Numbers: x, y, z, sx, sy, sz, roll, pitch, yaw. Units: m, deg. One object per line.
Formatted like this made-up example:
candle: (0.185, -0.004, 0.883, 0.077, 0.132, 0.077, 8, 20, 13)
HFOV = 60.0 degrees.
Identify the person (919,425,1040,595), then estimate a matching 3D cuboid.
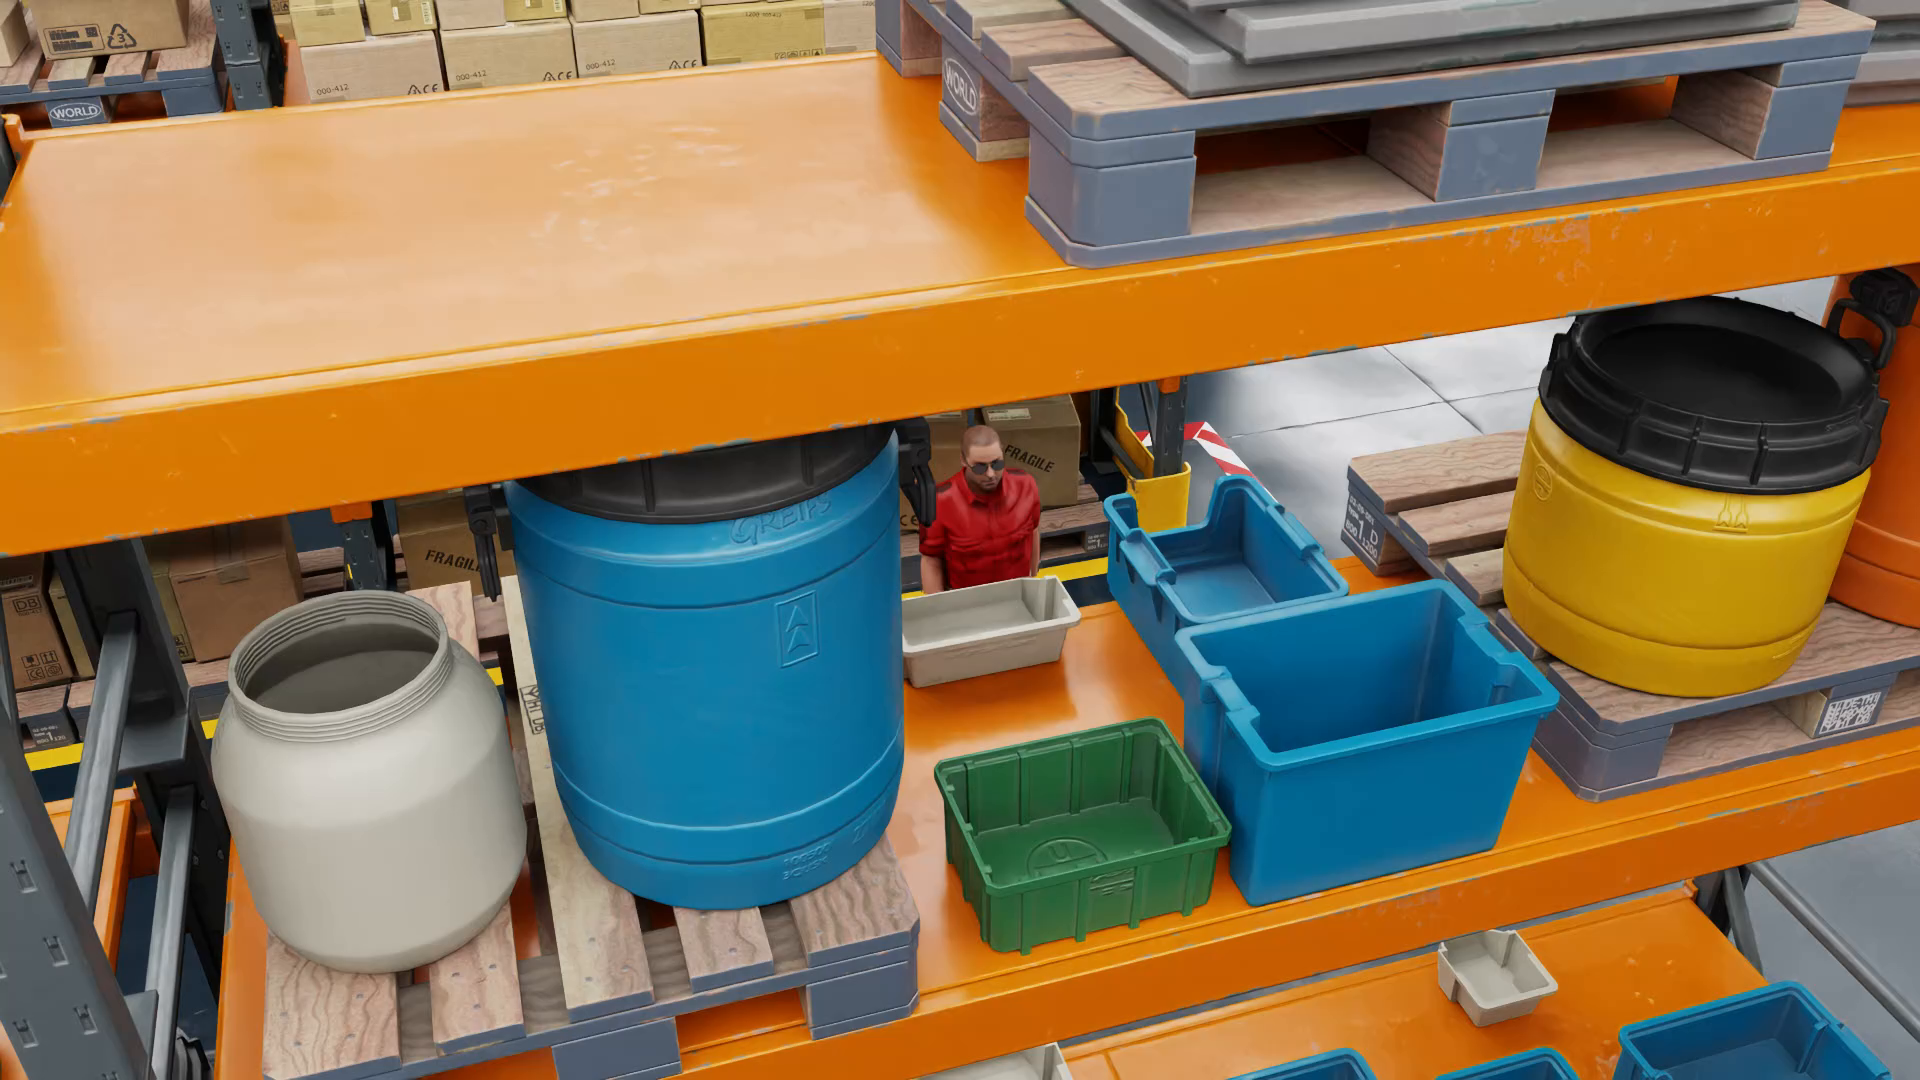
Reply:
person: (0.115, 0.330, 6.962, 0.551, 1.753, 0.629, -8, 35, -12)
